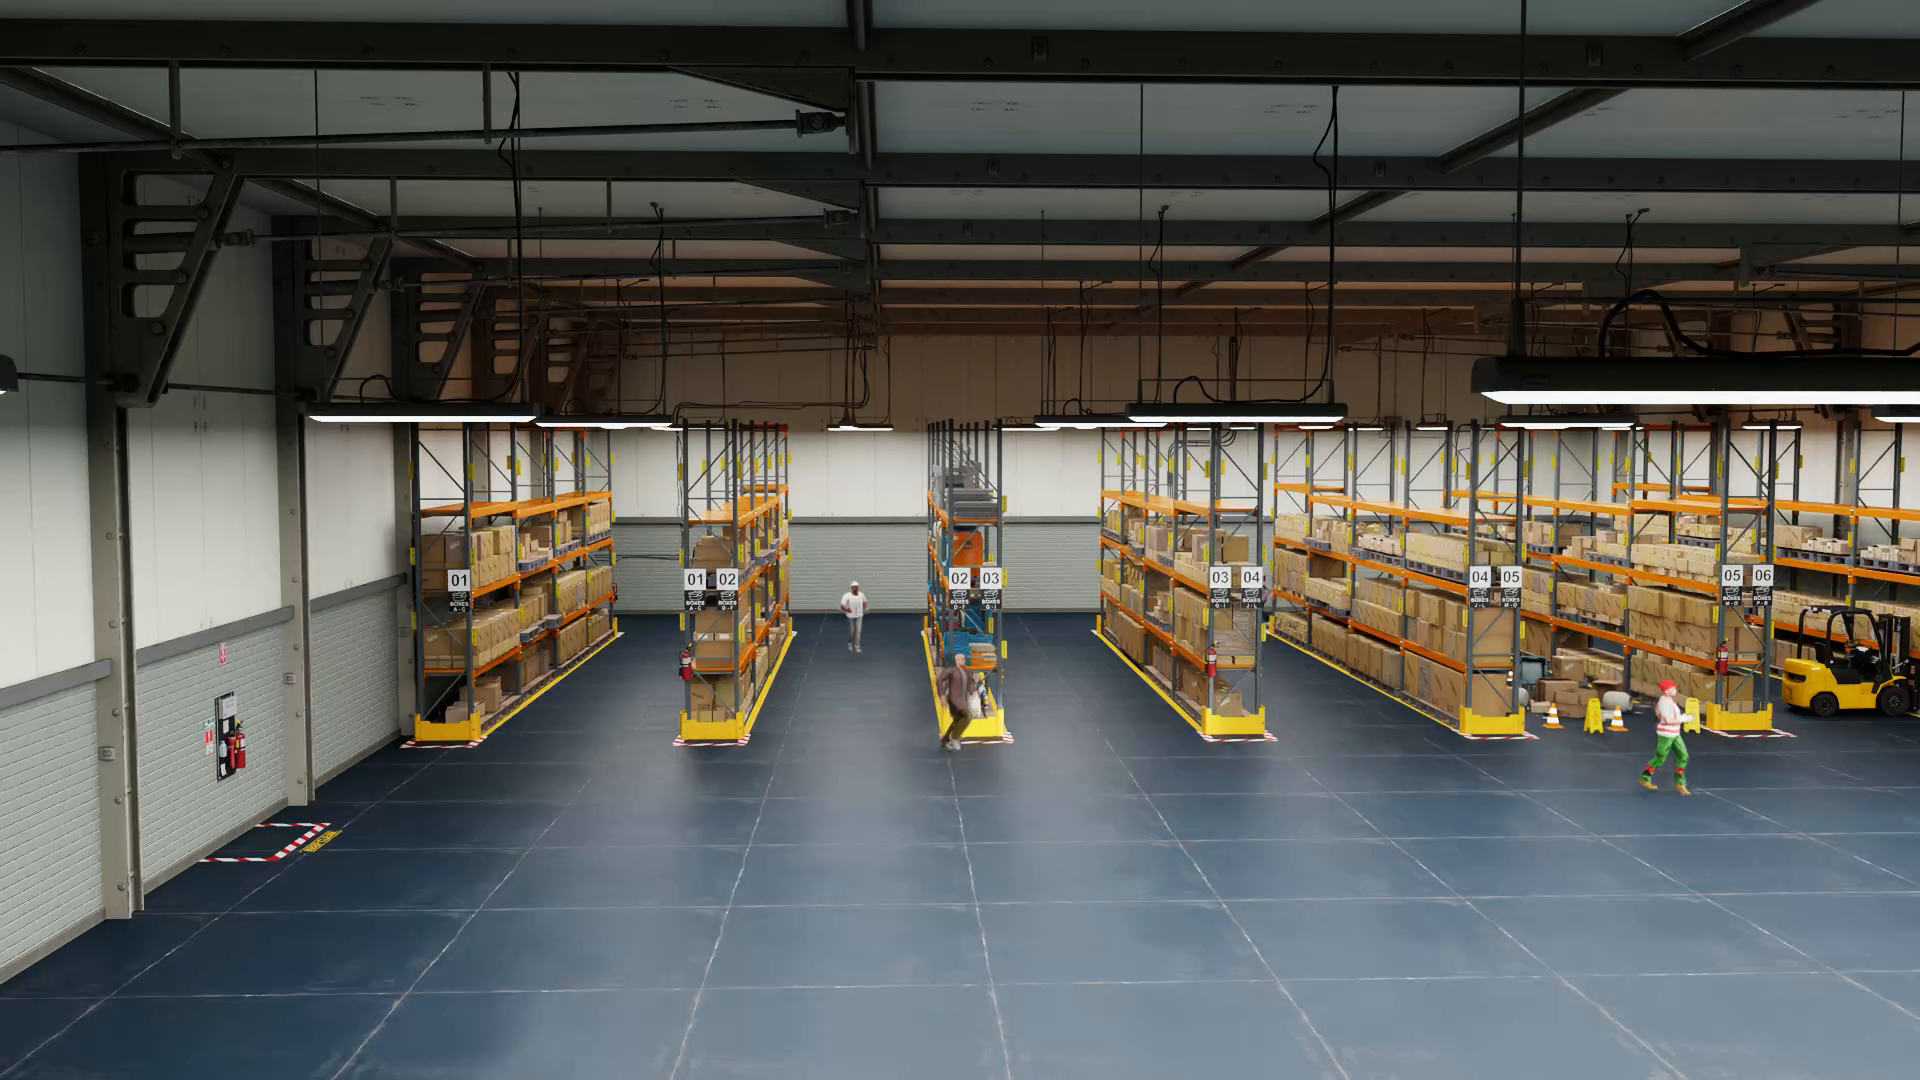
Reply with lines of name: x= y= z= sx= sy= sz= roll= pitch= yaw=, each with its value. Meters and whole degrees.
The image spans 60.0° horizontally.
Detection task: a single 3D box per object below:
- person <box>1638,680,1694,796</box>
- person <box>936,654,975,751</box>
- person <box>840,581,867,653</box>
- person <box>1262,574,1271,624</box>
person: x=11.218 y=3.132 z=26.379 sx=0.799 sy=1.845 sz=0.648 roll=3 pitch=5 yaw=39
person: x=0.002 y=2.921 z=30.042 sx=0.675 sy=1.712 sz=0.697 roll=3 pitch=4 yaw=35
person: x=-2.596 y=1.911 z=41.158 sx=0.712 sy=1.777 sz=0.826 roll=-1 pitch=4 yaw=-19
person: x=8.891 y=1.792 z=49.004 sx=0.721 sy=1.586 sz=0.604 roll=-1 pitch=4 yaw=-13
